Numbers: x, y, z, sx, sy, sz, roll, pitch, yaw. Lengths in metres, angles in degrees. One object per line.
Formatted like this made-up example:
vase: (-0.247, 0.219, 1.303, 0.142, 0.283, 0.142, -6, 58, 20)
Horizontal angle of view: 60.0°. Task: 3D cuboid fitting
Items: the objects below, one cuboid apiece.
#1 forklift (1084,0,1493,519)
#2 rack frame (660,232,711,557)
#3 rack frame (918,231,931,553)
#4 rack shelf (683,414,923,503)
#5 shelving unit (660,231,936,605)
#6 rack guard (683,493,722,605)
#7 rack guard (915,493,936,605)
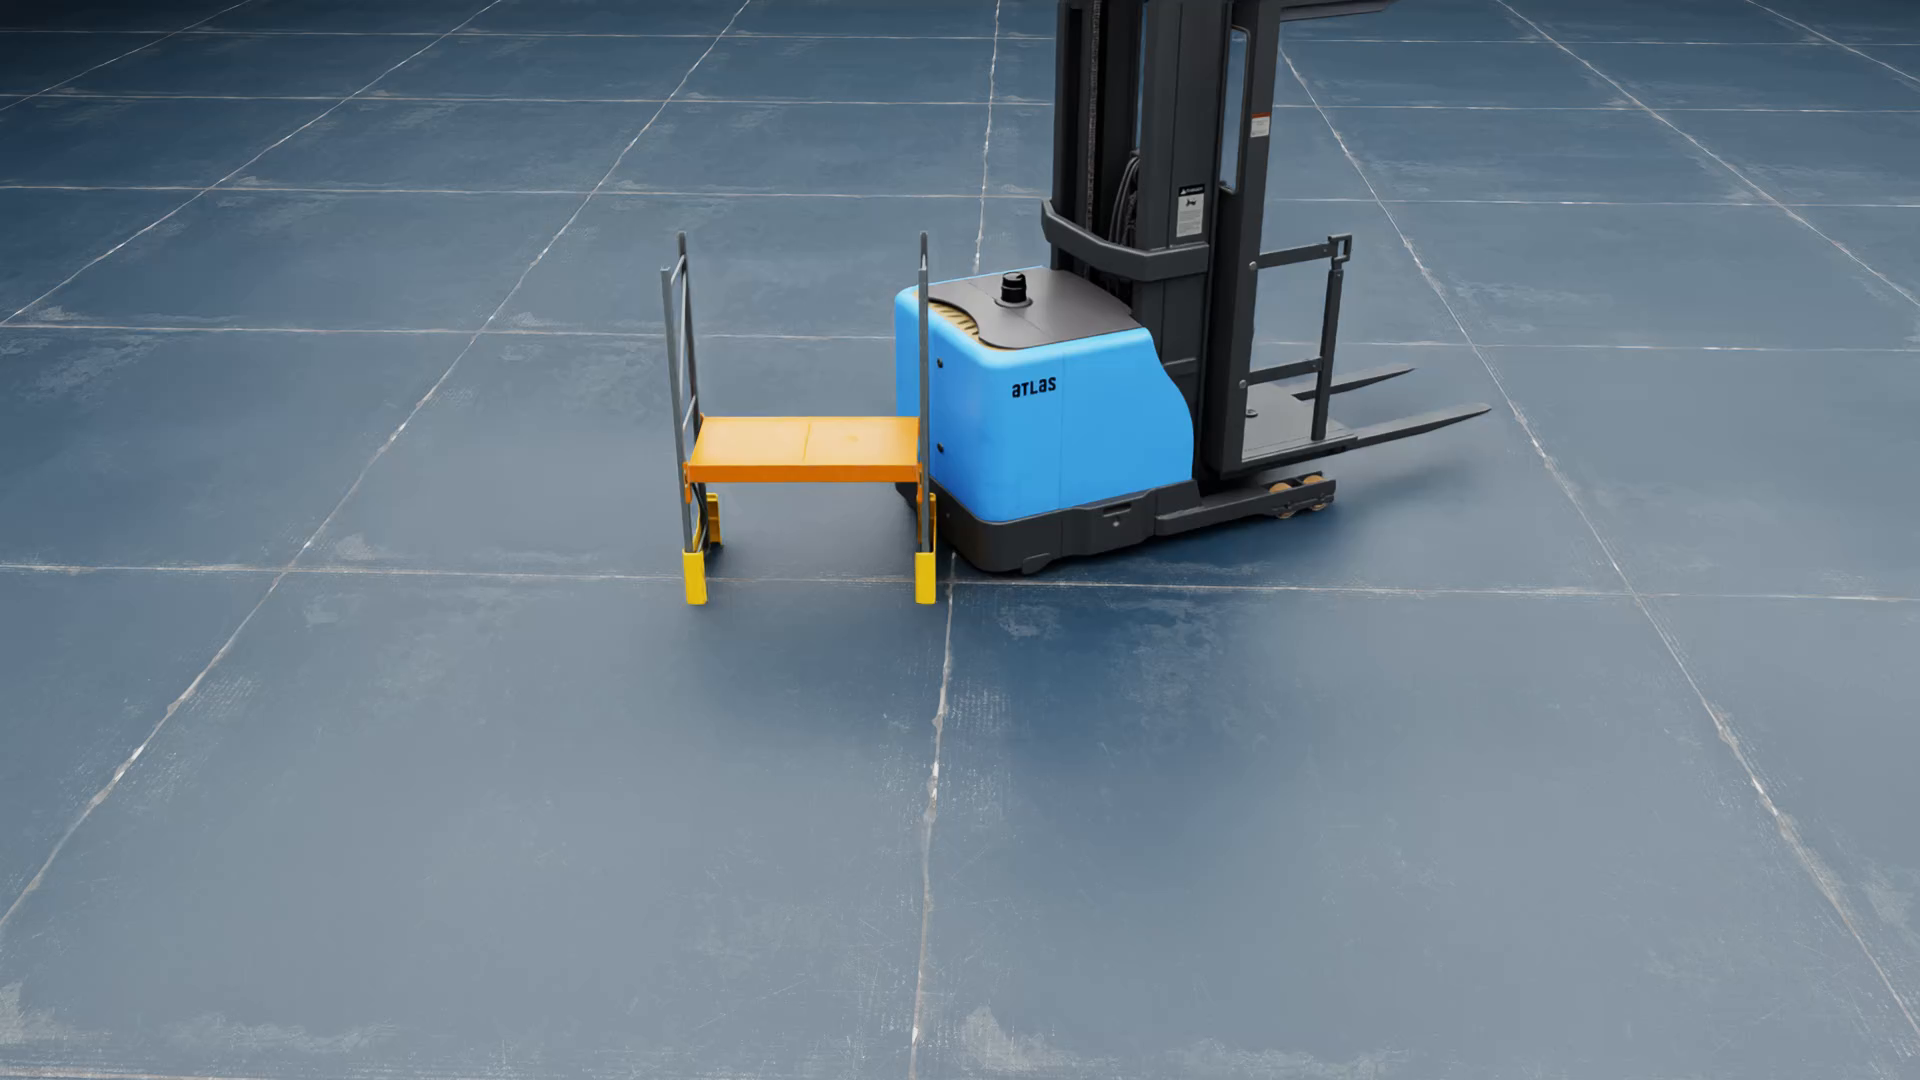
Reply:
forklift: (1.241, -1.604, 7.646, 3.031, 2.935, 1.121, -13, 31, -23)
rack frame: (-1.167, -0.518, 7.126, 0.032, 1.500, 0.500, 0, 28, 0)
rack frame: (-0.150, -0.520, 7.130, 0.032, 1.500, 0.500, 0, 28, 0)
rack shelf: (-0.659, -0.360, 7.212, 1.000, 0.185, 0.538, 0, 28, 0)
shelving unit: (-0.650, -0.519, 7.128, 1.083, 1.500, 0.587, 0, 28, 0)
rack guard: (-1.148, 0.034, 7.419, 0.087, 0.250, 0.587, 0, 28, 0)
rack guard: (-0.152, 0.032, 7.422, 0.087, 0.250, 0.587, 0, 28, 0)
